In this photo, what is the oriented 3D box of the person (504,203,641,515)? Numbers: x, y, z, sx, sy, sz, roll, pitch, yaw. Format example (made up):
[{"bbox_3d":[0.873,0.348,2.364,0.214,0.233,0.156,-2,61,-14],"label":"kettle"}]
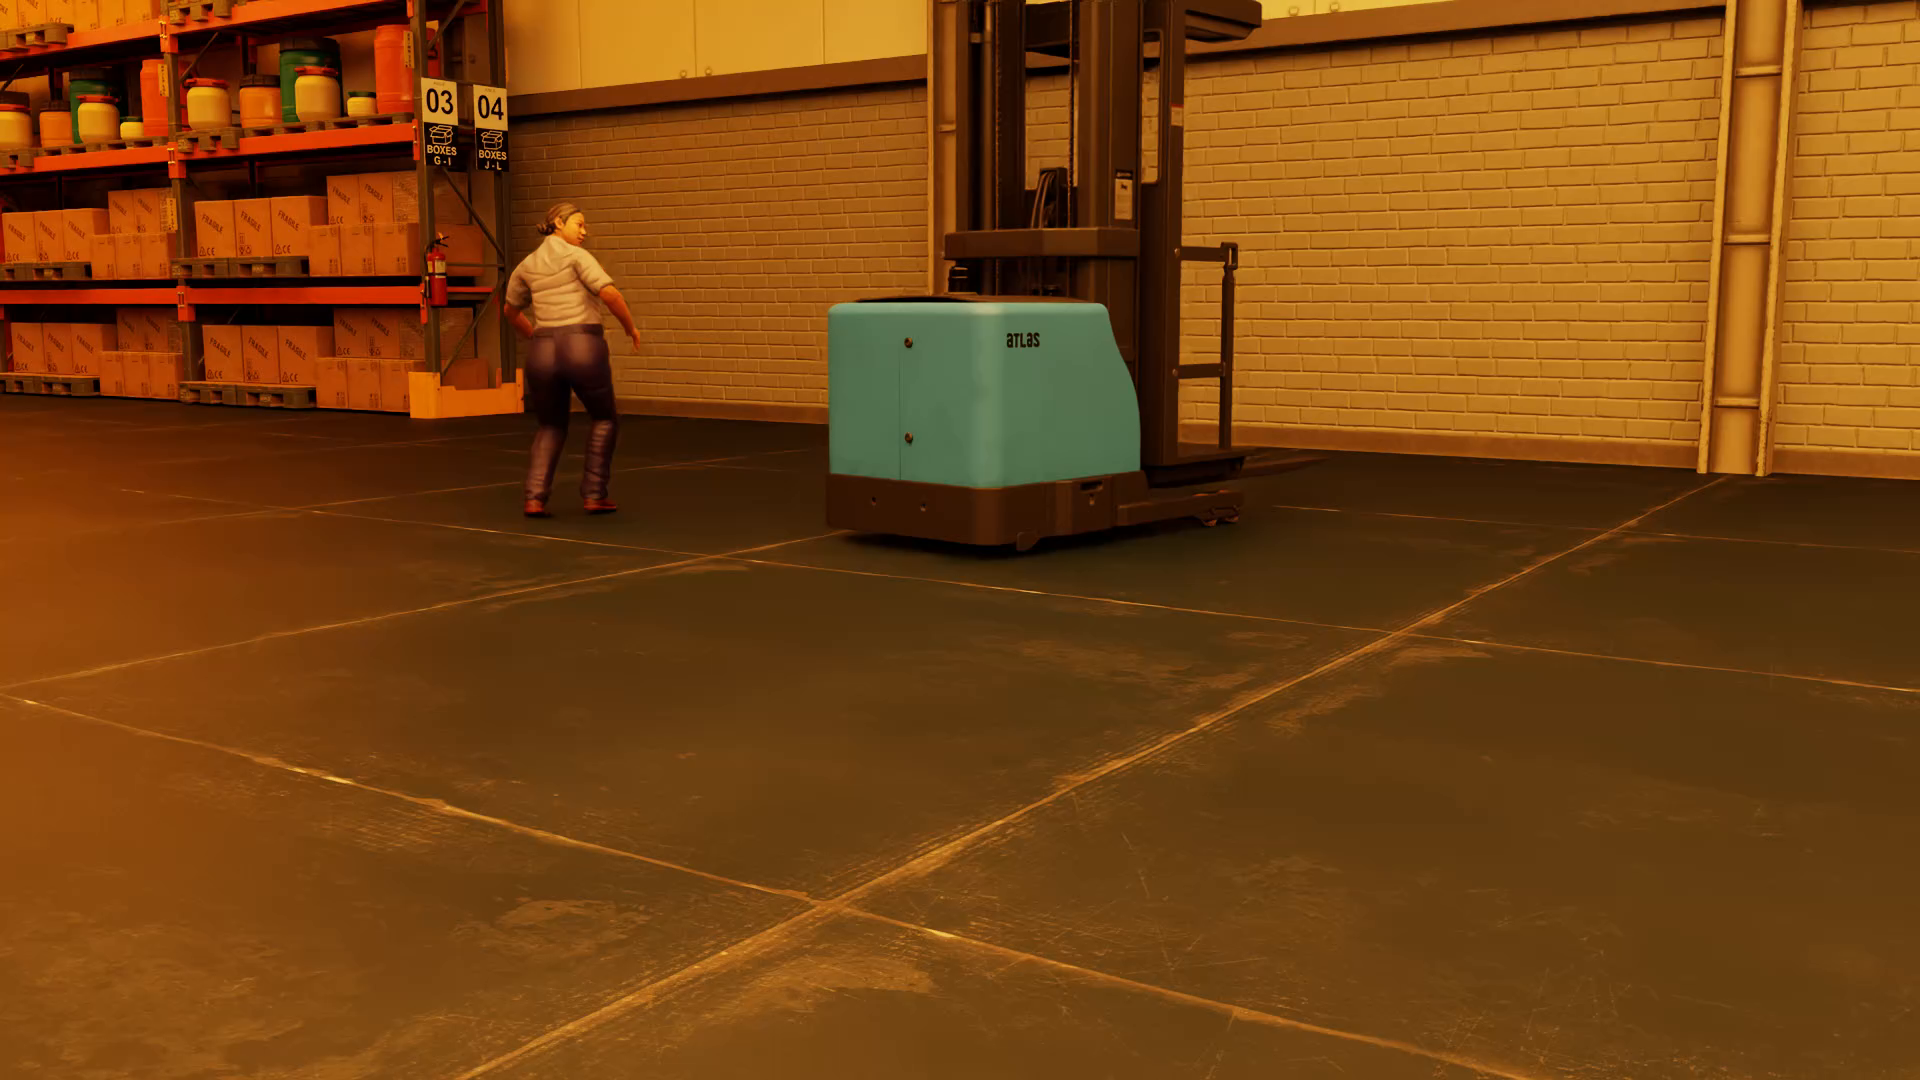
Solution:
[{"bbox_3d":[-1.988,-0.903,8.495,0.719,1.606,0.603,2,8,14],"label":"person"}]

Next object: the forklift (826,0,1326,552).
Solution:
[{"bbox_3d":[0.757,-1.557,8.144,1.130,2.935,3.031,7,11,42],"label":"forklift"}]
